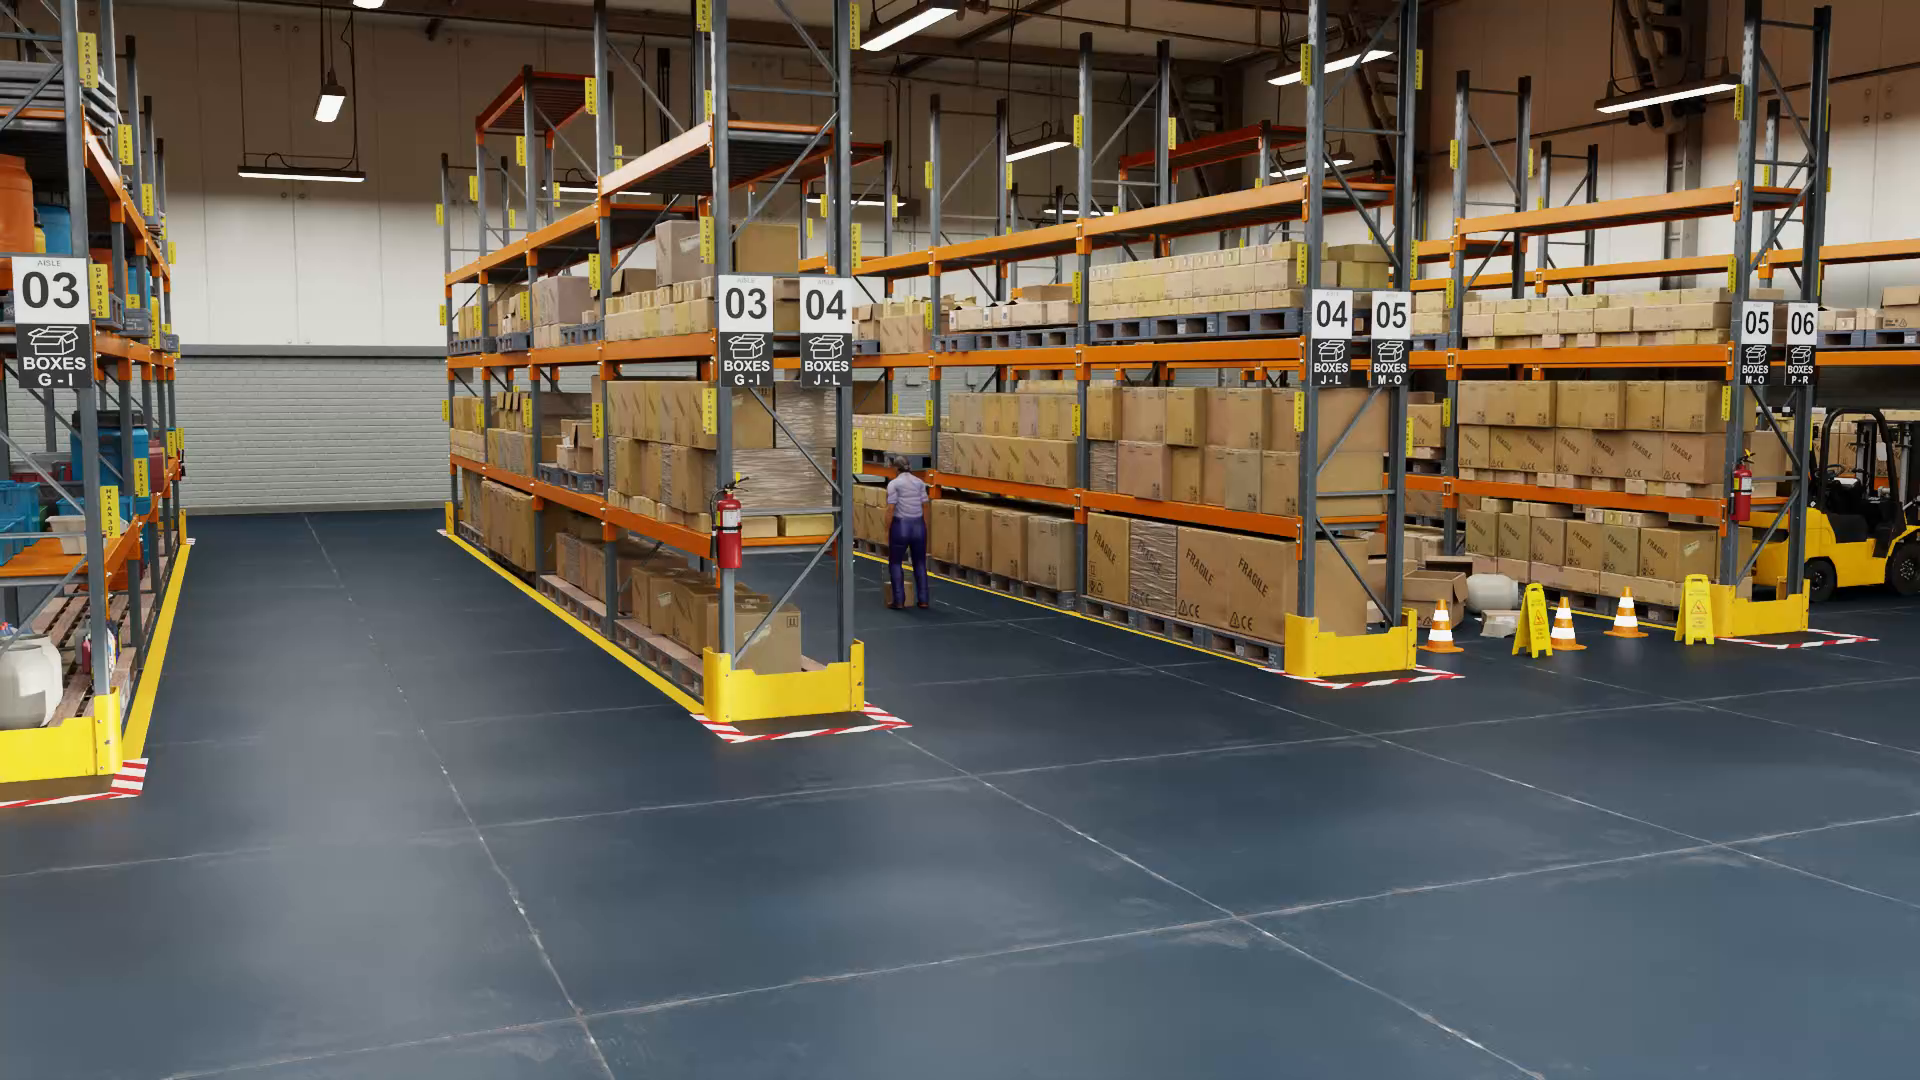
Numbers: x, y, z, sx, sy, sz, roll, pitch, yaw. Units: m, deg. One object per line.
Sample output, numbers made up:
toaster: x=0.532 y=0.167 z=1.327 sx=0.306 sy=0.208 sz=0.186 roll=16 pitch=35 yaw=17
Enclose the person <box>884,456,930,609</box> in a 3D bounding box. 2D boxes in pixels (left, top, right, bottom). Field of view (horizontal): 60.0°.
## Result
person: x=-0.564 y=-0.084 z=17.921 sx=0.555 sy=1.650 sz=0.370 roll=-3 pitch=6 yaw=-27
